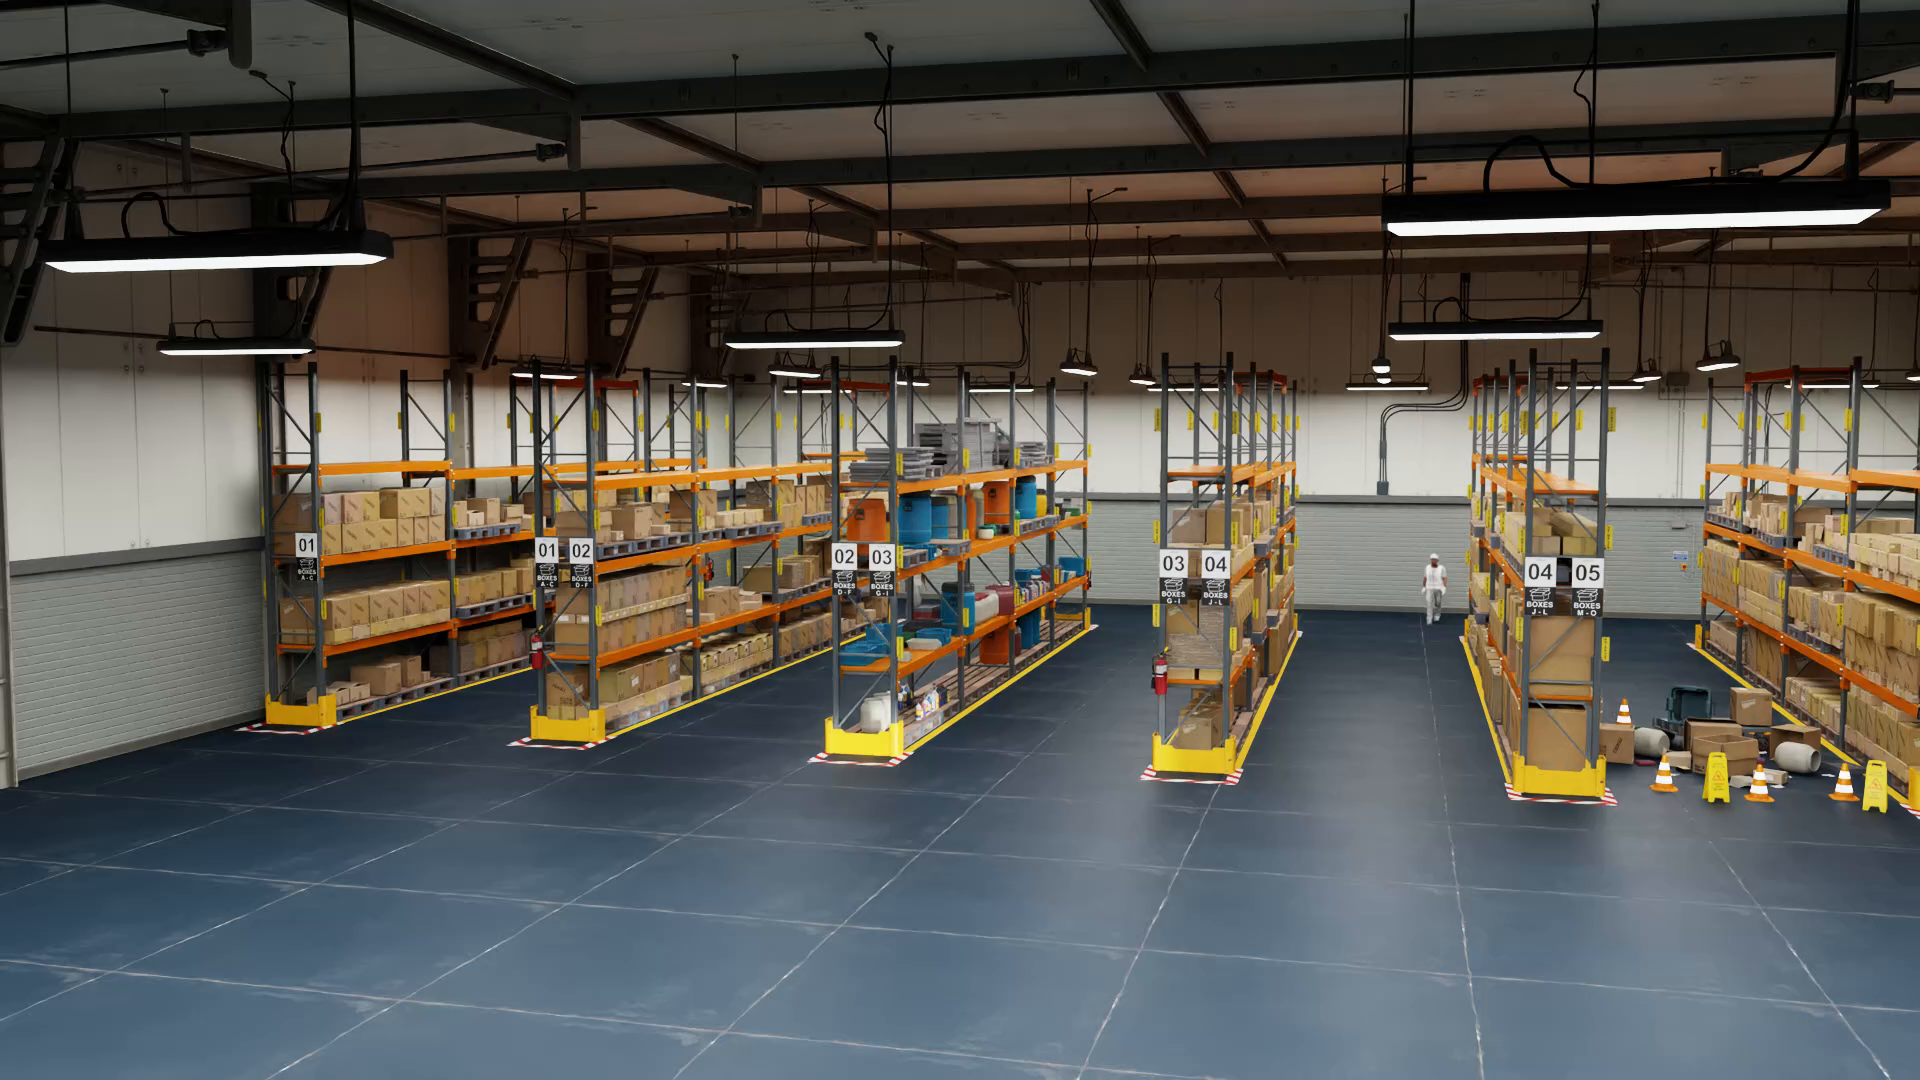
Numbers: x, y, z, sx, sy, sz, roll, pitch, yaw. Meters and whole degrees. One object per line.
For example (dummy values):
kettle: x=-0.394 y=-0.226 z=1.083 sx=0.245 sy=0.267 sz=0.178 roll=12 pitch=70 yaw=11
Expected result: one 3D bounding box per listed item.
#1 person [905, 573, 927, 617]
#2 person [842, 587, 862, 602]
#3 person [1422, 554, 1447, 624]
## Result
person: x=-1.080 y=1.195 z=42.436 sx=0.808 sy=1.704 sz=0.436 roll=2 pitch=5 yaw=30
person: x=-2.885 y=1.000 z=45.511 sx=0.989 sy=1.590 sz=0.483 roll=3 pitch=5 yaw=36
person: x=11.793 y=1.208 z=41.342 sx=0.595 sy=1.721 sz=1.064 roll=1 pitch=4 yaw=18
